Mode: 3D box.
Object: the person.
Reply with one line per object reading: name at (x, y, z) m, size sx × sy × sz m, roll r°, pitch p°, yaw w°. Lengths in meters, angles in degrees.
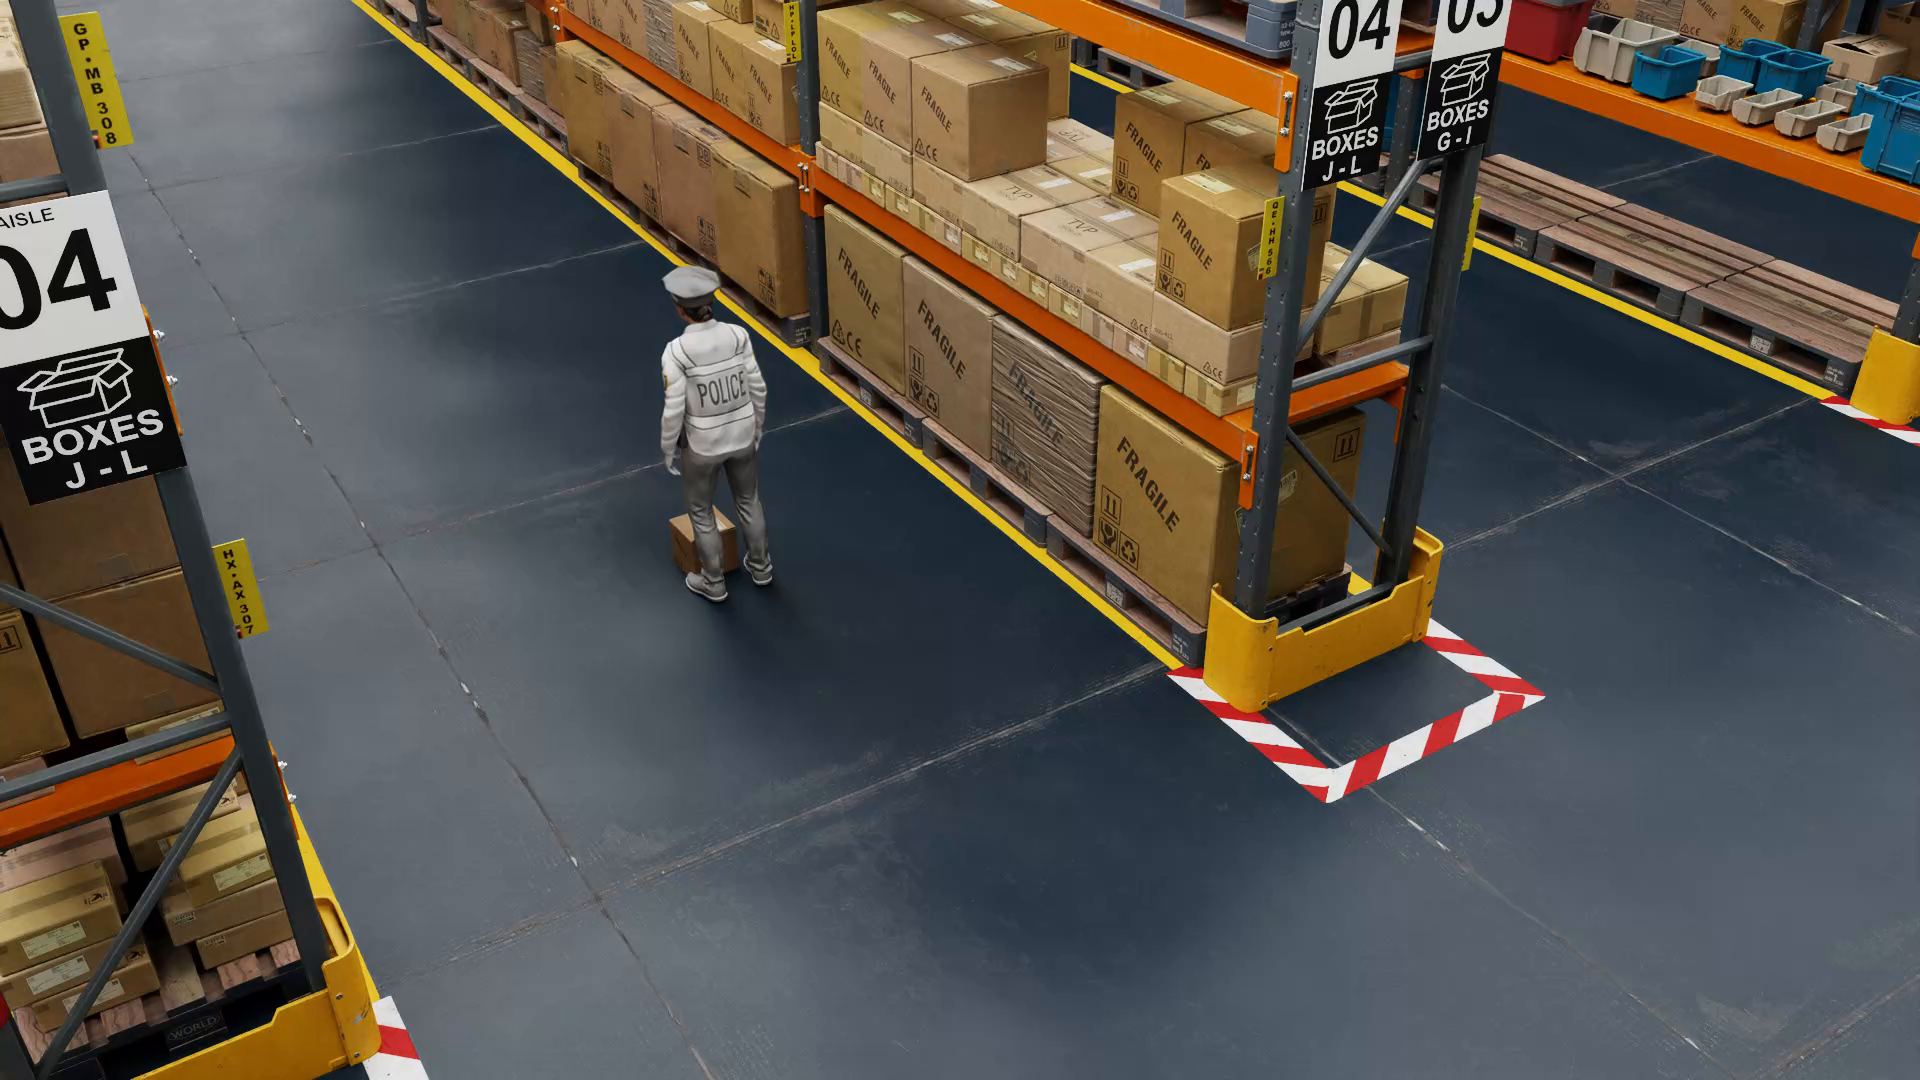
person at (-1.157, -0.469, 7.863) m, size 0.529 × 1.663 × 0.376 m, roll -19°, pitch 38°, yaw -27°
